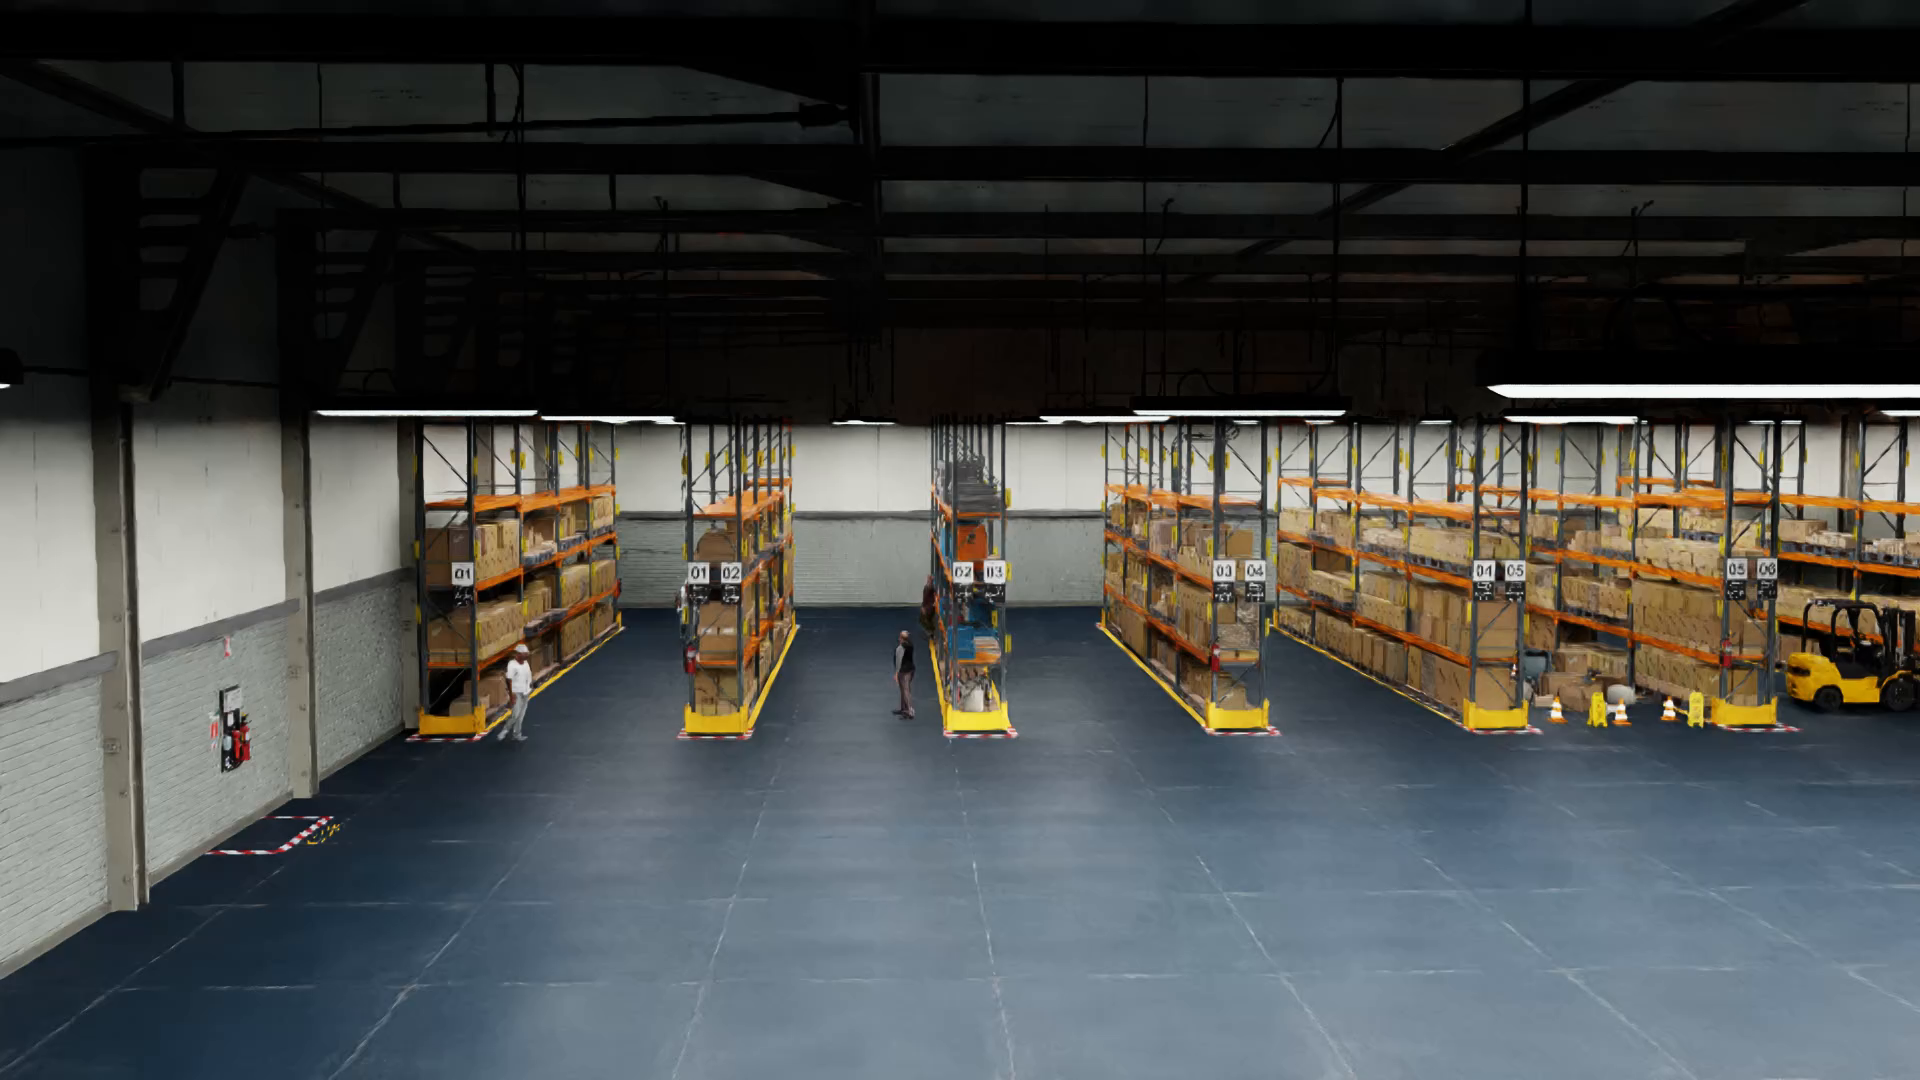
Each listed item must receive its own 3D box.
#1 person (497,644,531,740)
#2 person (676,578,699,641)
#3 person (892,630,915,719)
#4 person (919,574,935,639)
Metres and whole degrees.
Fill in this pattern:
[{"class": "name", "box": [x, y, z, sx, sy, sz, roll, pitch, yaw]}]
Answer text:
[{"class": "person", "box": [-8.086, 2.774, 30.226, 0.465, 1.761, 0.722, 2, 4, 25]}, {"class": "person", "box": [-7.212, 1.856, 44.224, 0.702, 1.735, 0.549, 0, 4, -3]}, {"class": "person", "box": [-1.121, 2.627, 32.739, 0.581, 1.707, 0.641, 2, 4, 22]}, {"class": "person", "box": [-0.864, 1.781, 44.623, 0.613, 1.767, 0.657, 1, 4, 17]}]
